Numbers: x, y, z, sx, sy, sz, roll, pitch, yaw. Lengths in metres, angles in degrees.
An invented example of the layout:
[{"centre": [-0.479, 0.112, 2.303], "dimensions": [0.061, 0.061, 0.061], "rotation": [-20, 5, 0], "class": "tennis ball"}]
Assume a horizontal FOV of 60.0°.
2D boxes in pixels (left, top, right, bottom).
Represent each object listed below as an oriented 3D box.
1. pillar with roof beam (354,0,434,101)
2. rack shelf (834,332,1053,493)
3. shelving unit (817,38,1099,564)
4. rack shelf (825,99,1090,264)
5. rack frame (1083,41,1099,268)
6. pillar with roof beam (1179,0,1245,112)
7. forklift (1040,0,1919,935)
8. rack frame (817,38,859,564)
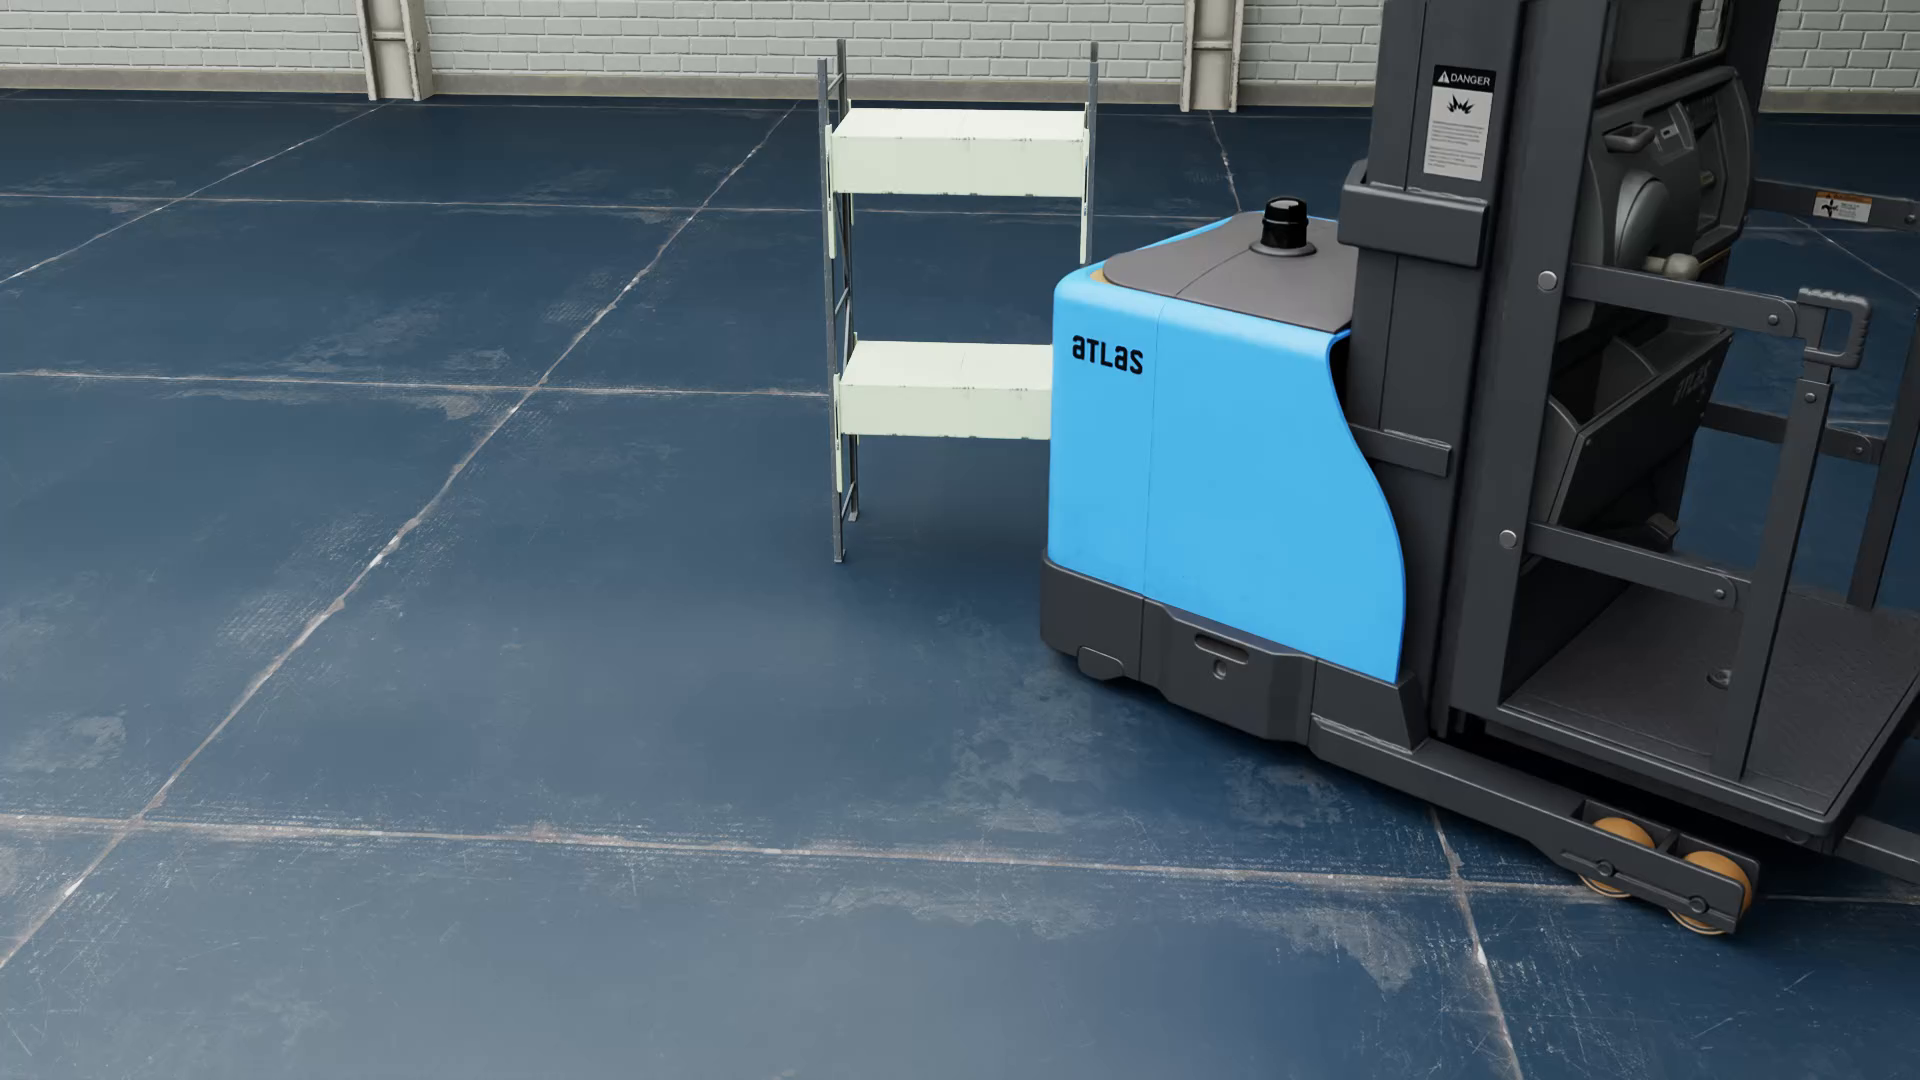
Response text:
[{"centre": [-4.514, -5.622, 6.702], "dimensions": [0.400, 9.000, 9.100], "rotation": [2, 25, 4], "class": "pillar with roof beam"}, {"centre": [0.007, -0.385, 5.072], "dimensions": [0.720, 0.370, 0.431], "rotation": [2, 25, 4], "class": "rack shelf"}, {"centre": [0.007, -0.681, 4.936], "dimensions": [0.755, 1.500, 0.431], "rotation": [2, 25, 4], "class": "shelving unit"}, {"centre": [0.007, -1.036, 4.773], "dimensions": [0.720, 0.370, 0.431], "rotation": [2, 25, 4], "class": "rack shelf"}, {"centre": [0.372, -0.669, 4.911], "dimensions": [0.023, 1.500, 0.400], "rotation": [2, 25, 4], "class": "rack frame"}, {"centre": [1.468, -5.430, 6.285], "dimensions": [0.400, 9.000, 9.100], "rotation": [2, 25, 4], "class": "pillar with roof beam"}, {"centre": [1.667, -0.760, 3.396], "dimensions": [3.031, 2.935, 1.130], "rotation": [20, 31, 36], "class": "forklift"}, {"centre": [-0.358, -0.693, 4.961], "dimensions": [0.023, 1.500, 0.400], "rotation": [2, 25, 4], "class": "rack frame"}]
